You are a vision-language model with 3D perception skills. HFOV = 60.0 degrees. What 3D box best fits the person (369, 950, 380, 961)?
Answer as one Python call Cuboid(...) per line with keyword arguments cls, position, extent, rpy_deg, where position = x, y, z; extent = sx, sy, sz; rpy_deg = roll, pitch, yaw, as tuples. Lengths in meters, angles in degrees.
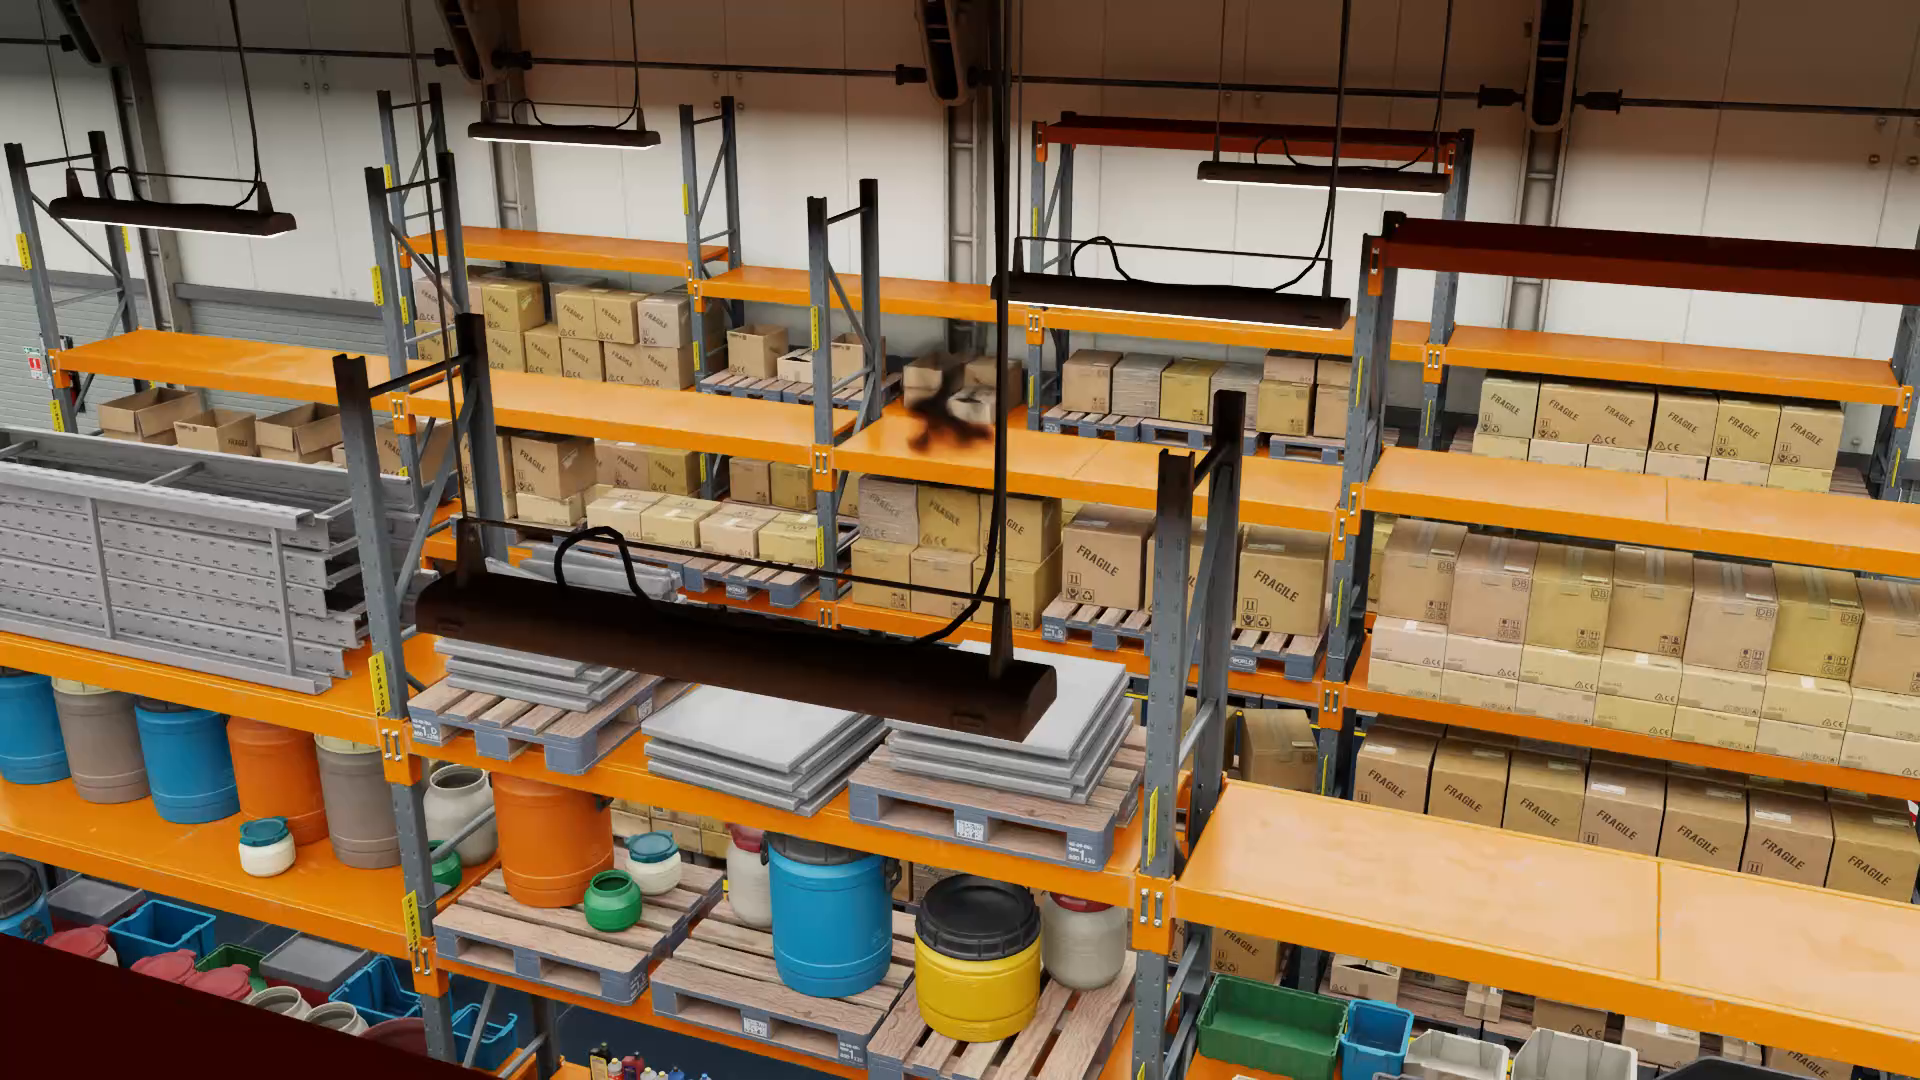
Cuboid(cls="person", position=(-4.514, 2.656, 12.976), extent=(0.935, 1.689, 0.572), rpy_deg=(5, 21, 13))
